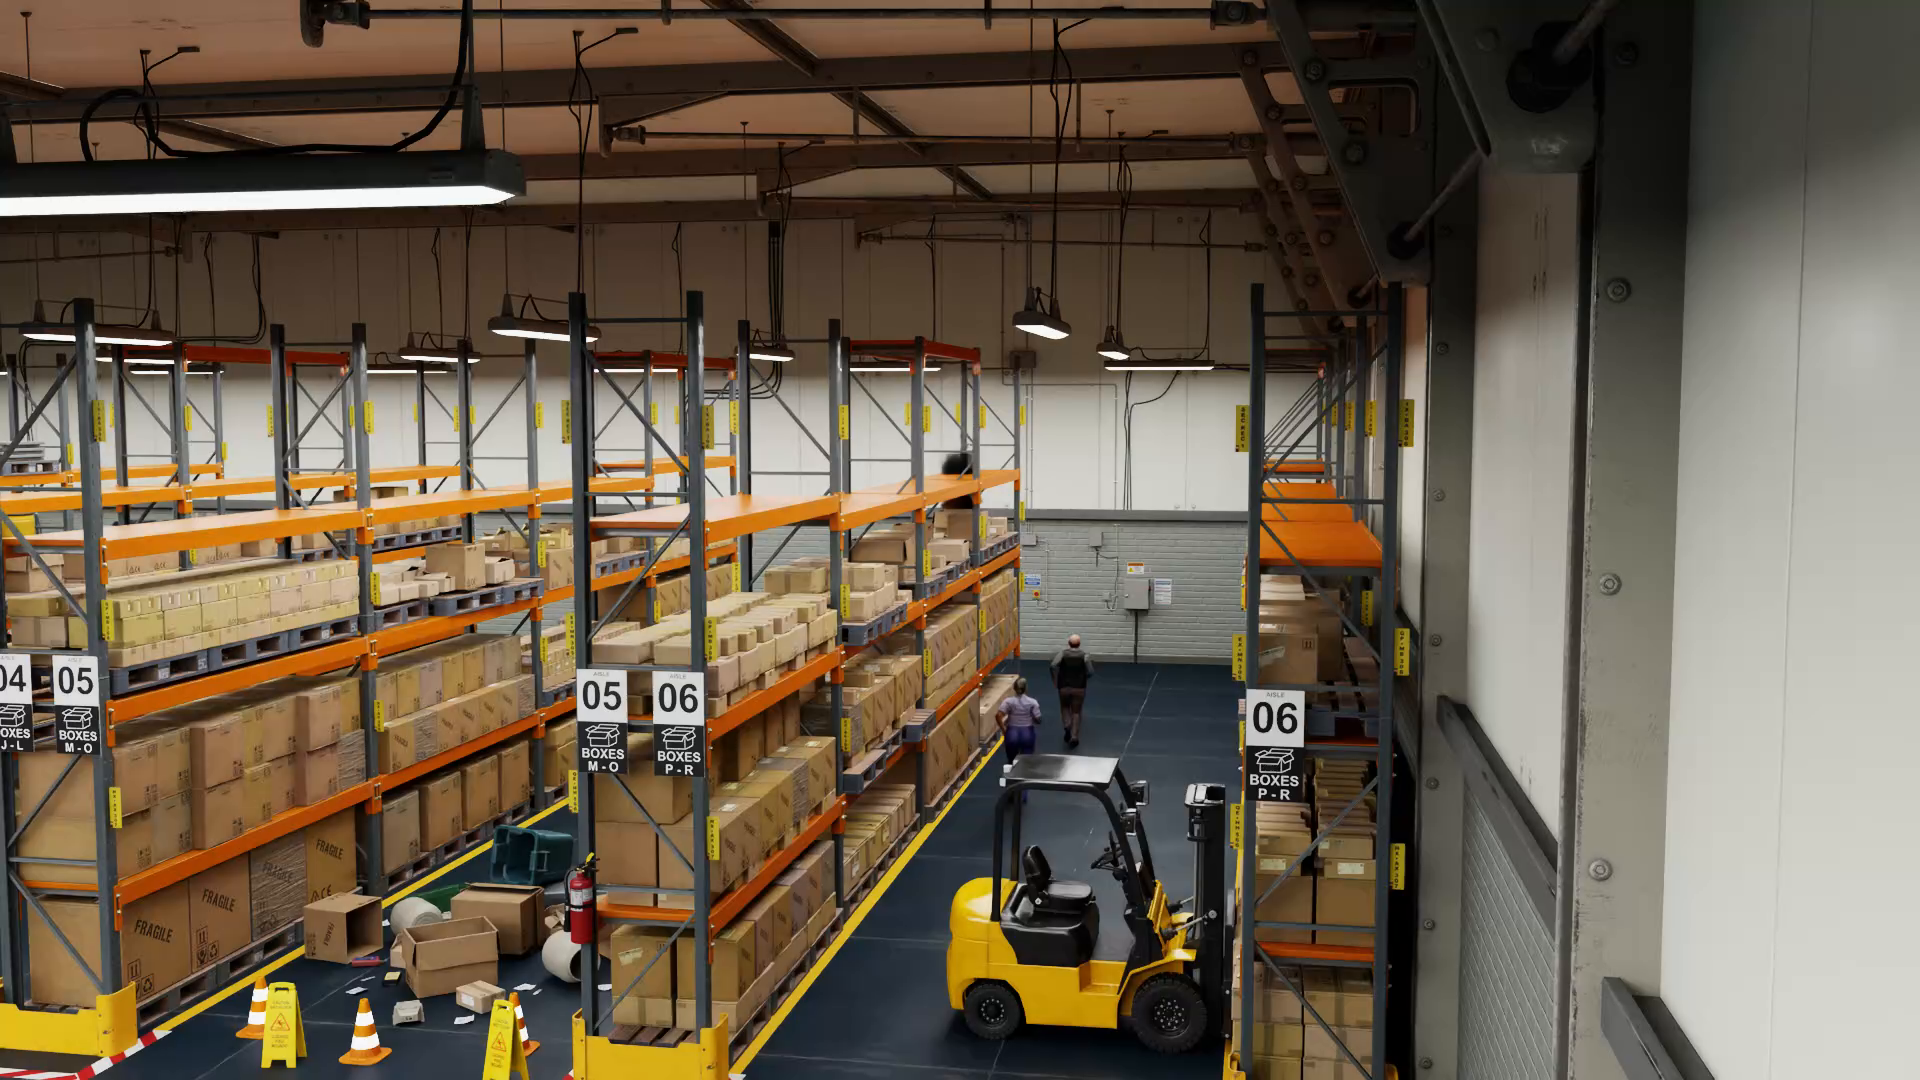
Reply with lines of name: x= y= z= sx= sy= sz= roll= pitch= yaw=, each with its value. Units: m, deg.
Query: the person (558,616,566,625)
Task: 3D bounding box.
person: x=-6.401 y=2.131 z=27.225 sx=0.672 sy=1.798 sz=0.927 roll=1 pitch=5 yaw=13

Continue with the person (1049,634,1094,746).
person: x=1.712 y=2.272 z=25.437 sx=0.669 sy=1.683 sz=0.618 roll=1 pitch=5 yaw=8

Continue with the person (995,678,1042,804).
person: x=0.773 y=2.620 z=21.558 sx=0.584 sy=1.689 sz=0.680 roll=1 pitch=5 yaw=10
